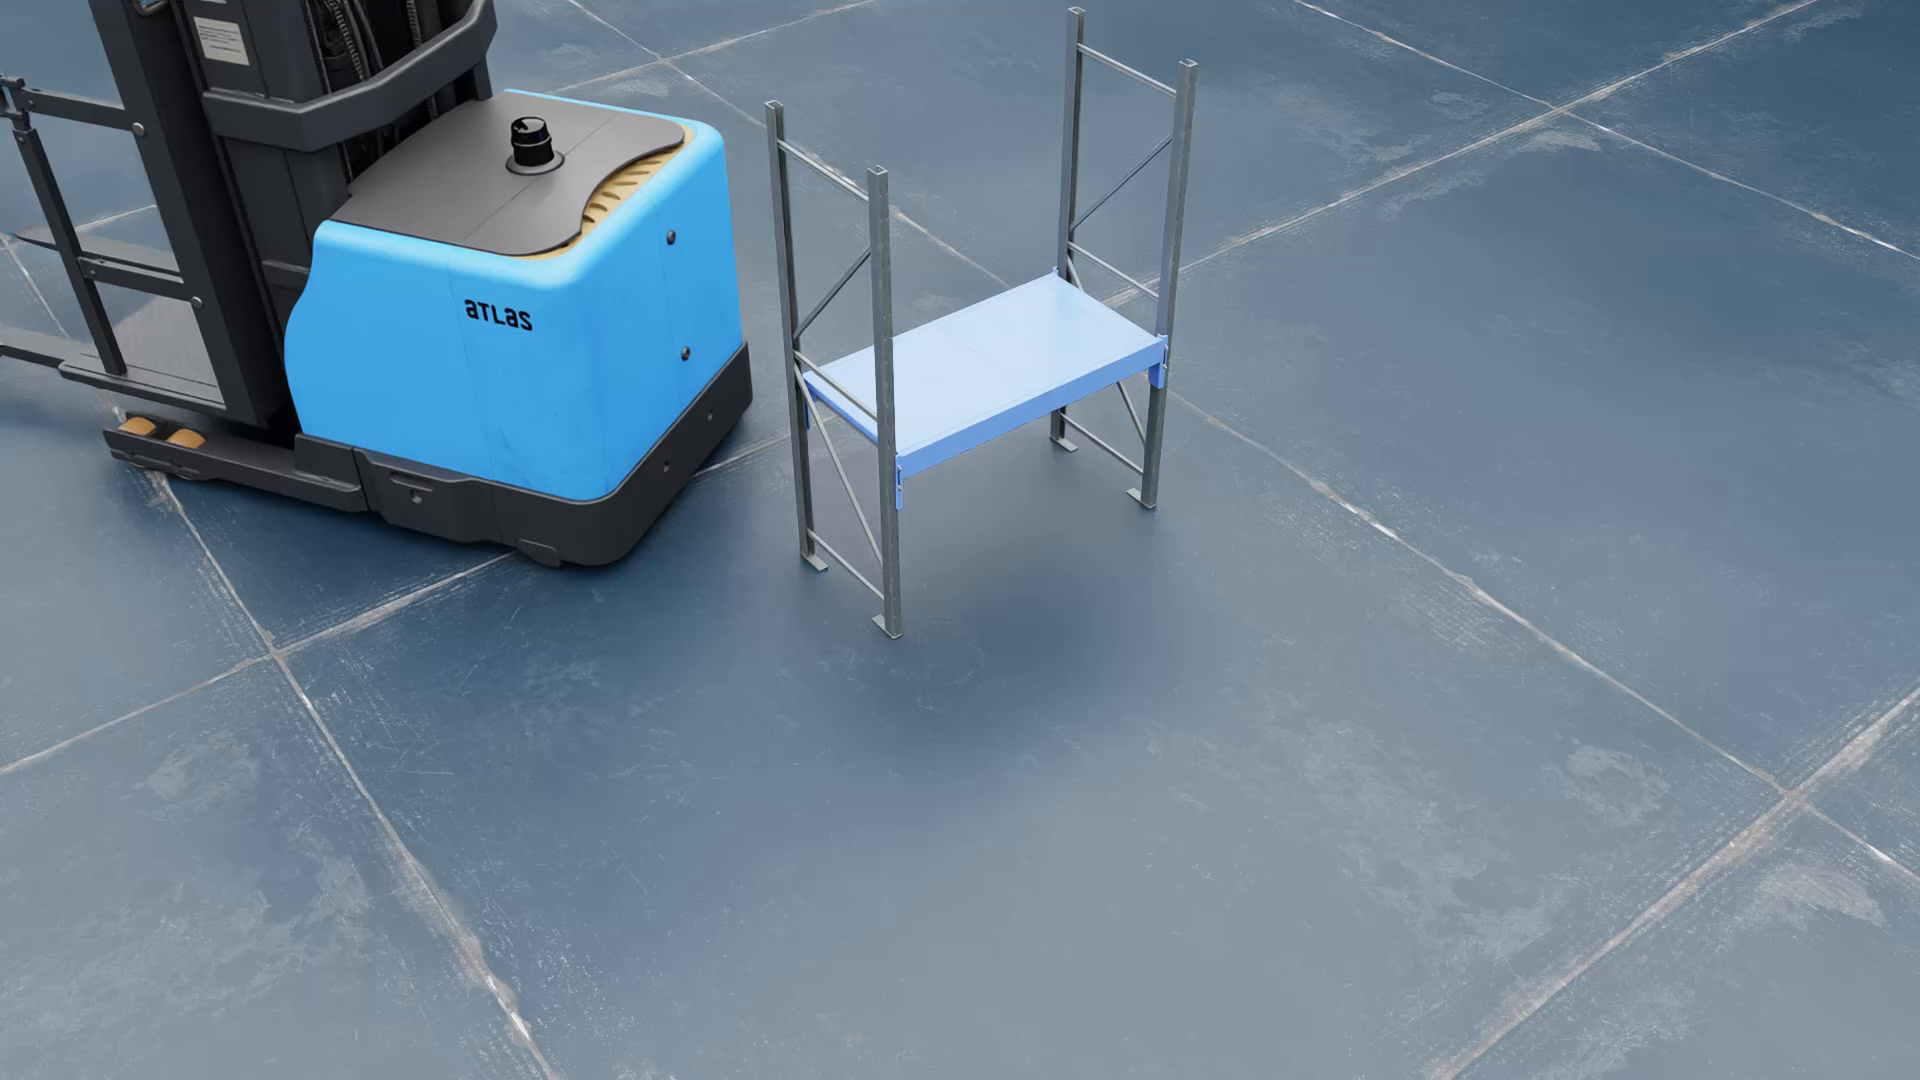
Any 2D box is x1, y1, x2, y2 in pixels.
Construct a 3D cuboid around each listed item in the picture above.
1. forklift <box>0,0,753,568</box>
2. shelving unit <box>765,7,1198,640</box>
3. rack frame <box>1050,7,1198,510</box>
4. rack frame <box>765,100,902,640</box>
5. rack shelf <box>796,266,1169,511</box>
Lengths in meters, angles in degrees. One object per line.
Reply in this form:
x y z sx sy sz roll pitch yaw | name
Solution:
-2.284 -1.628 4.924 3.031 2.935 1.130 13 41 16 | forklift
0.068 -0.613 4.815 1.048 1.500 0.538 -26 46 -28 | shelving unit
0.471 -0.809 5.054 0.032 1.500 0.500 -26 46 -28 | rack frame
-0.335 -0.416 4.575 0.032 1.500 0.500 -26 46 -28 | rack frame
0.068 -0.474 4.929 1.000 0.185 0.538 -26 46 -28 | rack shelf
